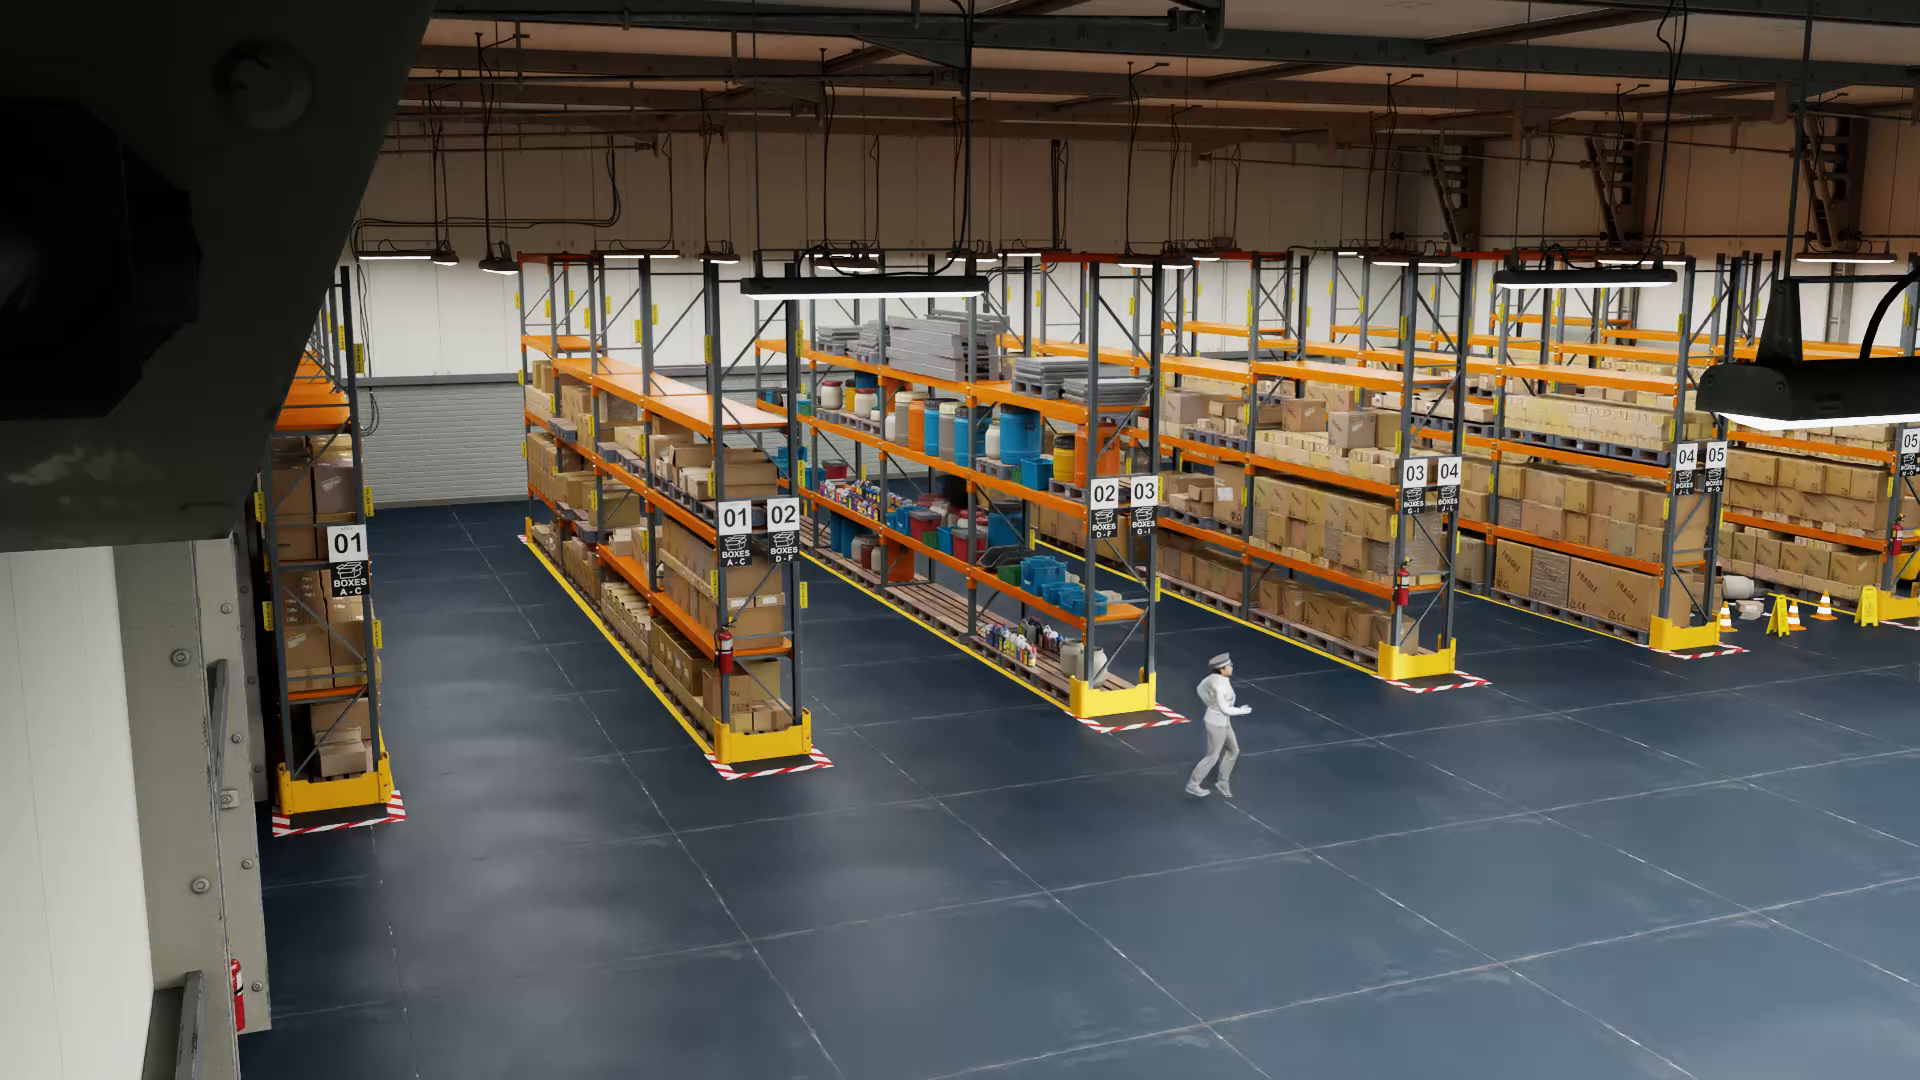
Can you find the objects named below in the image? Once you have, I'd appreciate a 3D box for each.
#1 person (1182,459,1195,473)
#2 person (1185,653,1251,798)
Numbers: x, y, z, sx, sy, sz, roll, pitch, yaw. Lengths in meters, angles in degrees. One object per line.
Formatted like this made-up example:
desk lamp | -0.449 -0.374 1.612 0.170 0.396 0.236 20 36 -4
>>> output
person | 5.751 -1.997 41.513 0.698 1.600 0.660 4 11 19
person | 2.923 2.129 18.818 0.722 1.764 0.632 1 10 4
